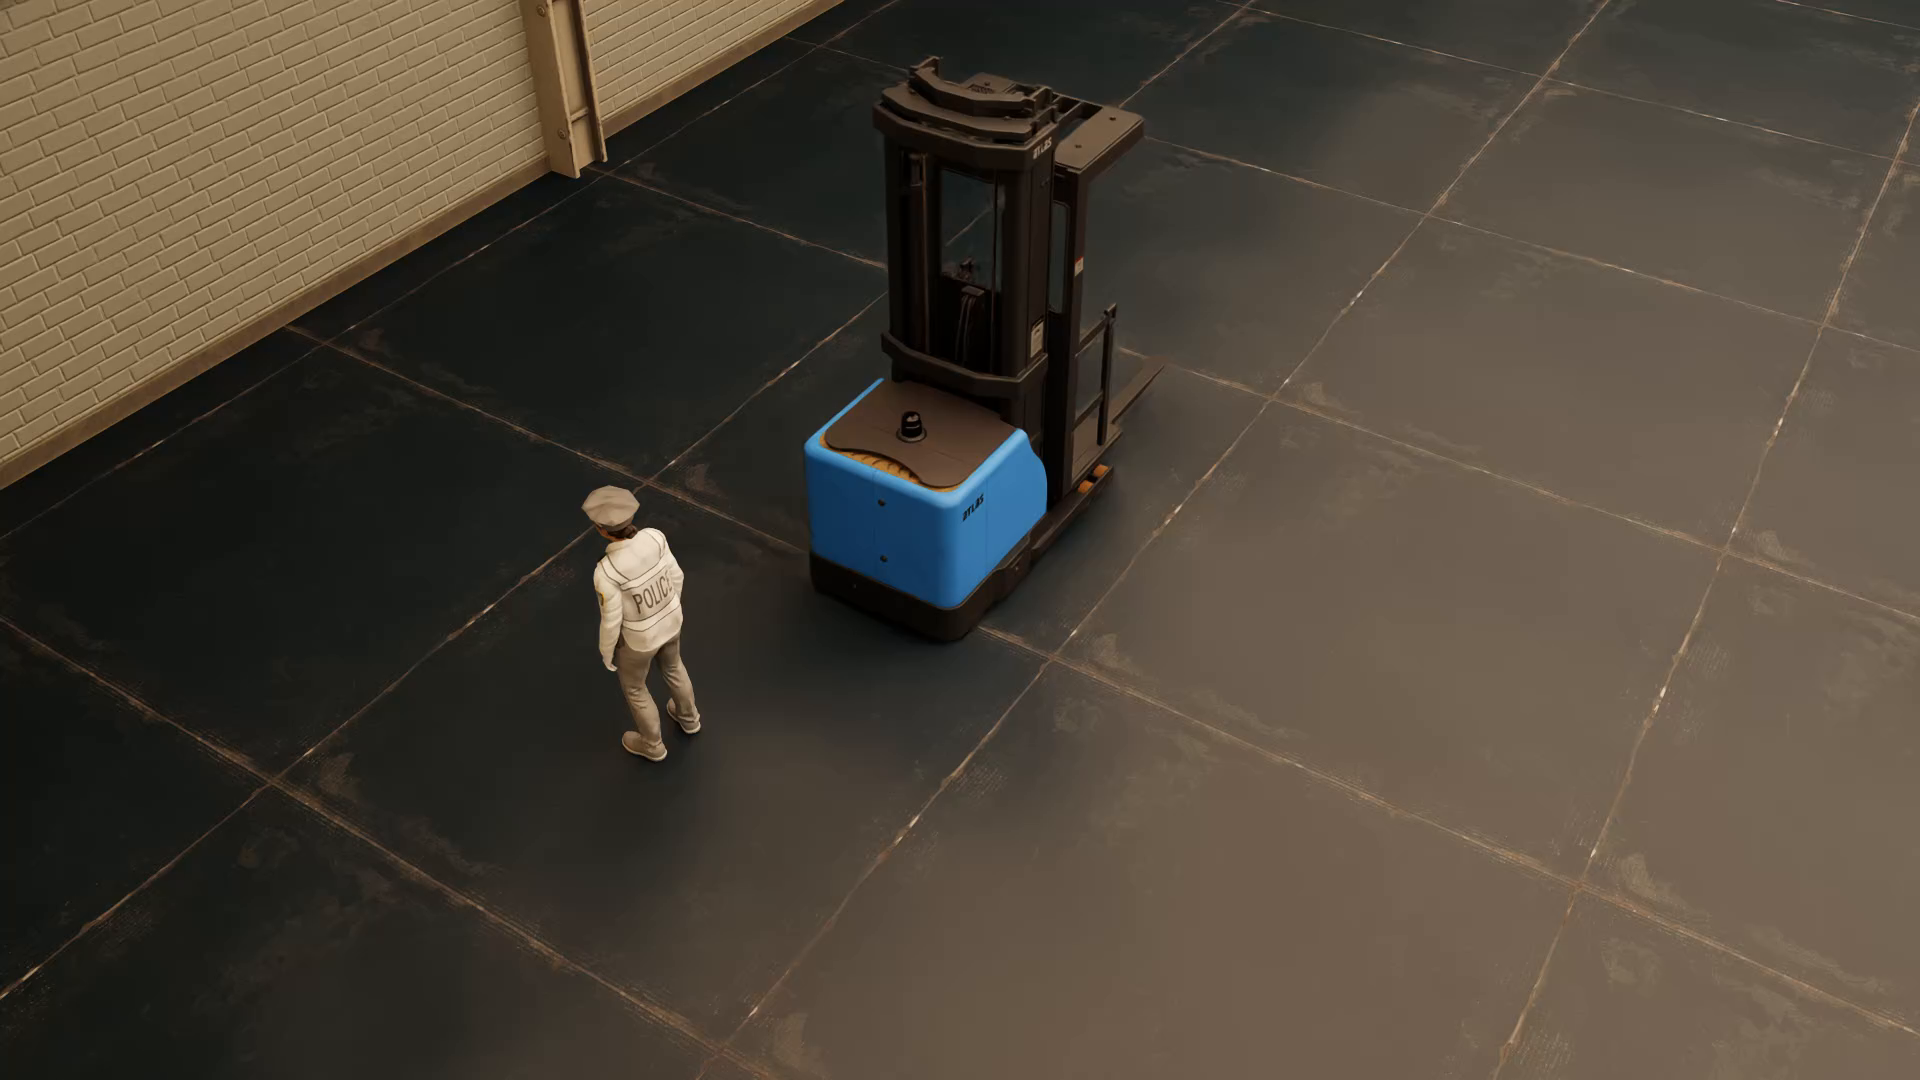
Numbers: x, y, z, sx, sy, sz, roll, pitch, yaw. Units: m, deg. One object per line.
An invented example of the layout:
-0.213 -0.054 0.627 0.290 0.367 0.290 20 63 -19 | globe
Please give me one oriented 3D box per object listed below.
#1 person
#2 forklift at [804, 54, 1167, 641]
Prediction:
-1.604 0.450 8.419 0.374 1.662 0.542 28 48 29 | person
0.324 -1.474 9.706 1.130 2.935 3.031 22 45 24 | forklift
